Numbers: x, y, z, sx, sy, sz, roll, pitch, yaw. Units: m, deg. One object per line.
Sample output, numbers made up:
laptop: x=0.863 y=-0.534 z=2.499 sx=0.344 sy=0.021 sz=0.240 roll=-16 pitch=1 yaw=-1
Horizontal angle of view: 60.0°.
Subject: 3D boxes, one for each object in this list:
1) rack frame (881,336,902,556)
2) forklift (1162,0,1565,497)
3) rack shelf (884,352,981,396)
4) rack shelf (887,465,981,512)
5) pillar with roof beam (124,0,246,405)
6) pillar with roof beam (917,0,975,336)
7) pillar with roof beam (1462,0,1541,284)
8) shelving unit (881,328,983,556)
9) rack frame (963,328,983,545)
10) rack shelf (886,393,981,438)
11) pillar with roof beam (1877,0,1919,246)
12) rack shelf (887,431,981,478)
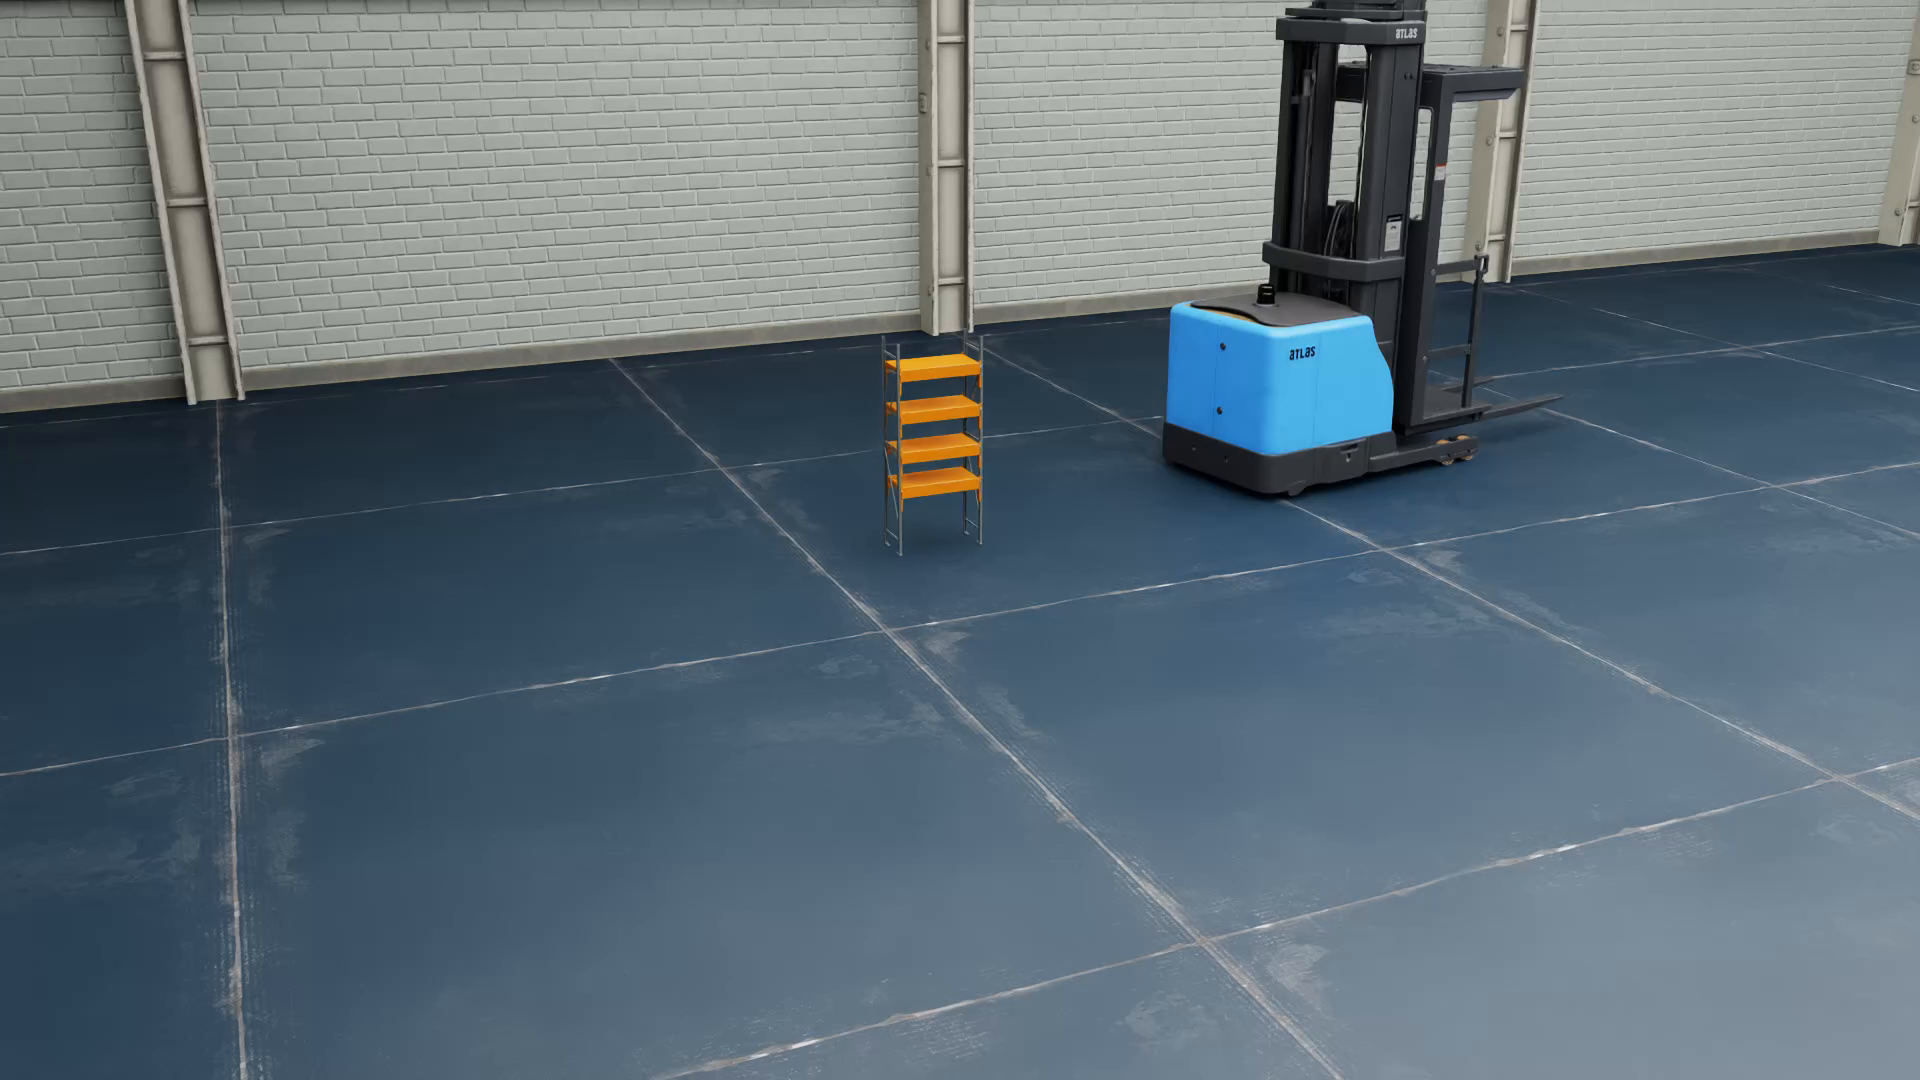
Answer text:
rack frame: x=-0.376 y=-0.512 z=9.170 sx=0.015 sy=1.200 sz=0.240 roll=-8 pitch=21 yaw=-22
forklift: x=2.831 y=-2.006 z=10.806 sx=3.031 sy=2.935 sz=1.130 roll=-12 pitch=23 yaw=-31
rack shelf: x=-0.152 y=-0.915 z=9.130 sx=0.480 sy=0.148 sz=0.258 roll=-8 pitch=21 yaw=-22
rack shelf: x=-0.152 y=-0.293 z=9.349 sx=0.480 sy=0.148 sz=0.258 roll=-8 pitch=21 yaw=-22
pillar with roof beam: x=-3.922 y=-4.012 z=7.366 sx=0.400 sy=9.000 sz=9.100 roll=-8 pitch=21 yaw=-22
pillar with roof beam: x=1.587 y=-4.801 z=9.608 sx=0.400 sy=9.000 sz=9.100 roll=-8 pitch=21 yaw=-22
pillar with roof beam: x=7.097 y=-5.590 z=11.850 sx=0.400 sy=9.000 sz=9.100 roll=-8 pitch=21 yaw=-22
shelving unit: x=-0.152 y=-0.544 z=9.261 sx=0.503 sy=1.200 sz=0.258 roll=-8 pitch=21 yaw=-22
rack frame: x=0.072 y=-0.576 z=9.352 sx=0.015 sy=1.200 sz=0.240 roll=-8 pitch=21 yaw=-22
rack shelf: x=-0.152 y=-0.692 z=9.209 sx=0.480 sy=0.148 sz=0.258 roll=-8 pitch=21 yaw=-22
pillar with roof beam: x=12.606 y=-6.380 z=14.091 sx=0.400 sy=9.000 sz=9.100 roll=-8 pitch=21 yaw=-22
rack shelf: x=-0.152 y=-0.481 z=9.283 sx=0.480 sy=0.148 sz=0.258 roll=-8 pitch=21 yaw=-22
